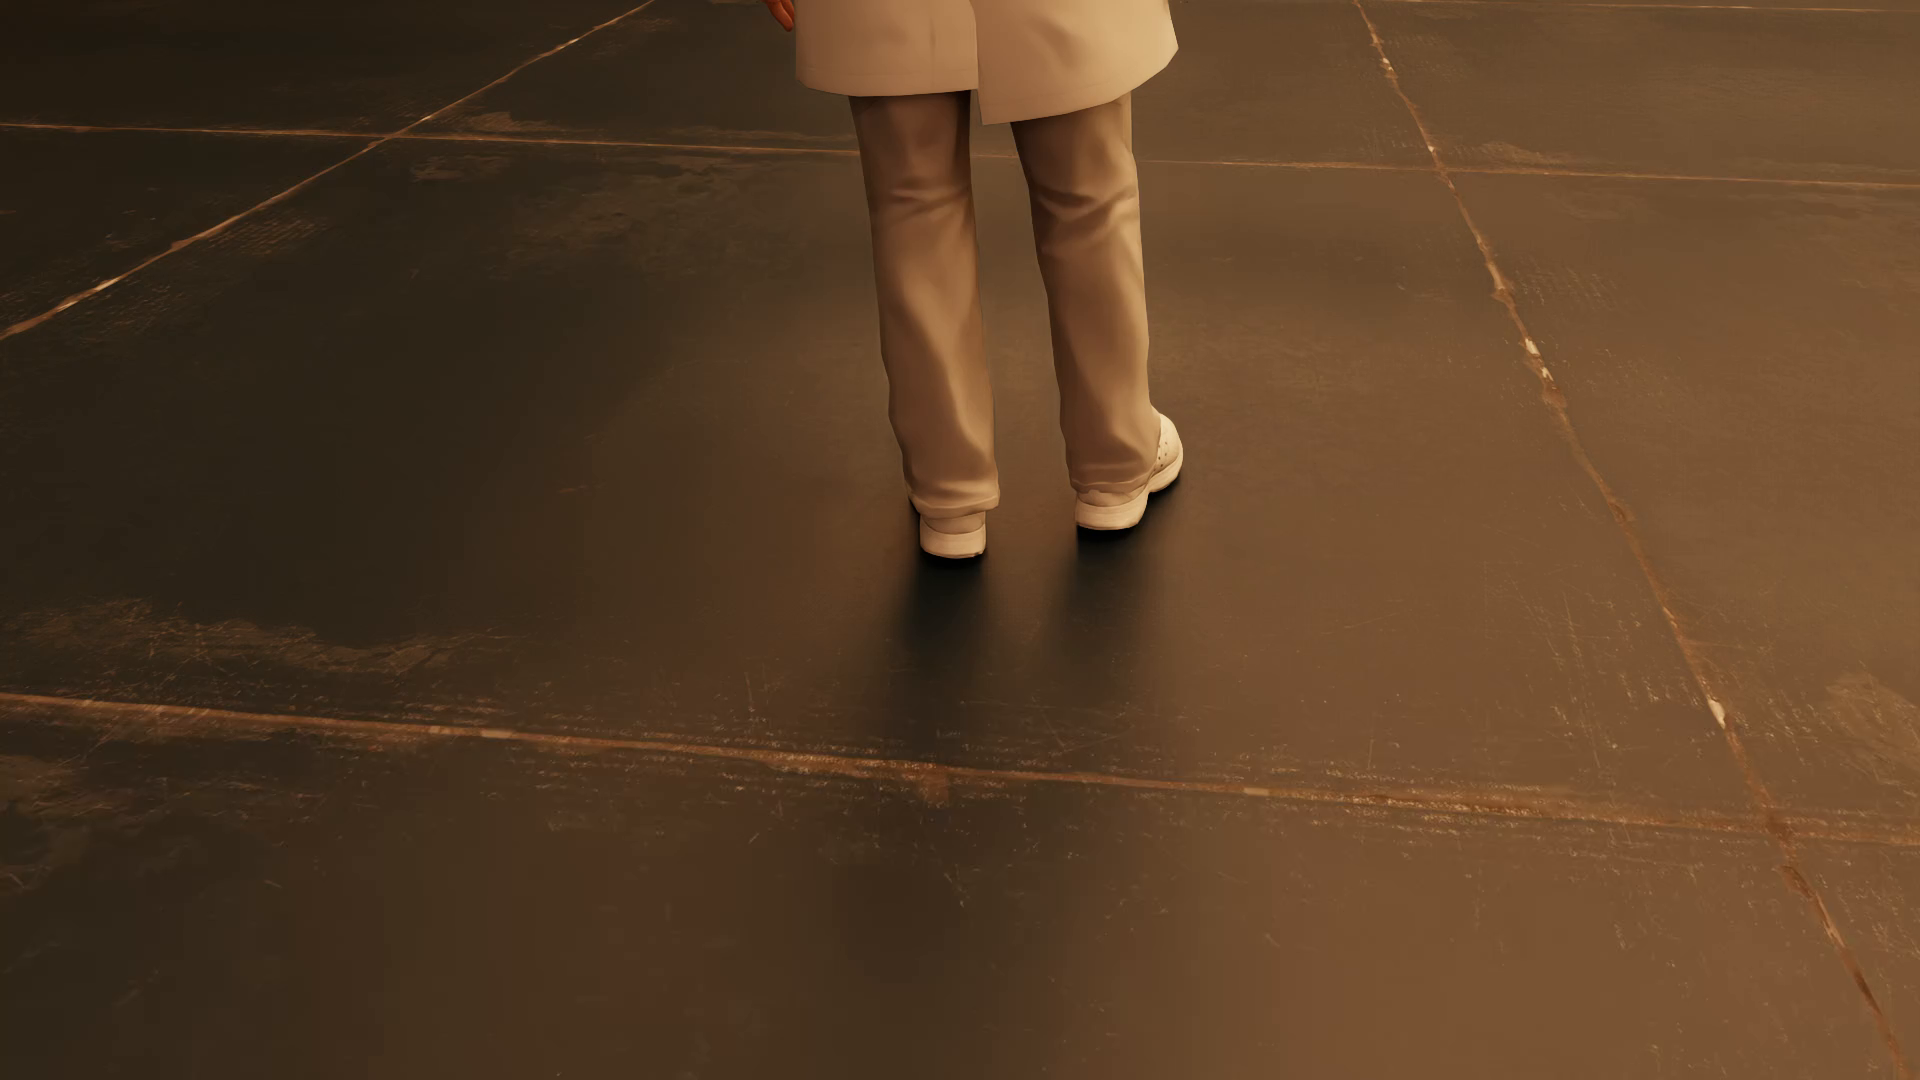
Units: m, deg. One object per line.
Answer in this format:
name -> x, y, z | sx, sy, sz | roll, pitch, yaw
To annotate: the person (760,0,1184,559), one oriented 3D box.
person -> 0.017, -0.841, 2.180 | 0.696, 1.775, 0.581 | 3, 27, 7
